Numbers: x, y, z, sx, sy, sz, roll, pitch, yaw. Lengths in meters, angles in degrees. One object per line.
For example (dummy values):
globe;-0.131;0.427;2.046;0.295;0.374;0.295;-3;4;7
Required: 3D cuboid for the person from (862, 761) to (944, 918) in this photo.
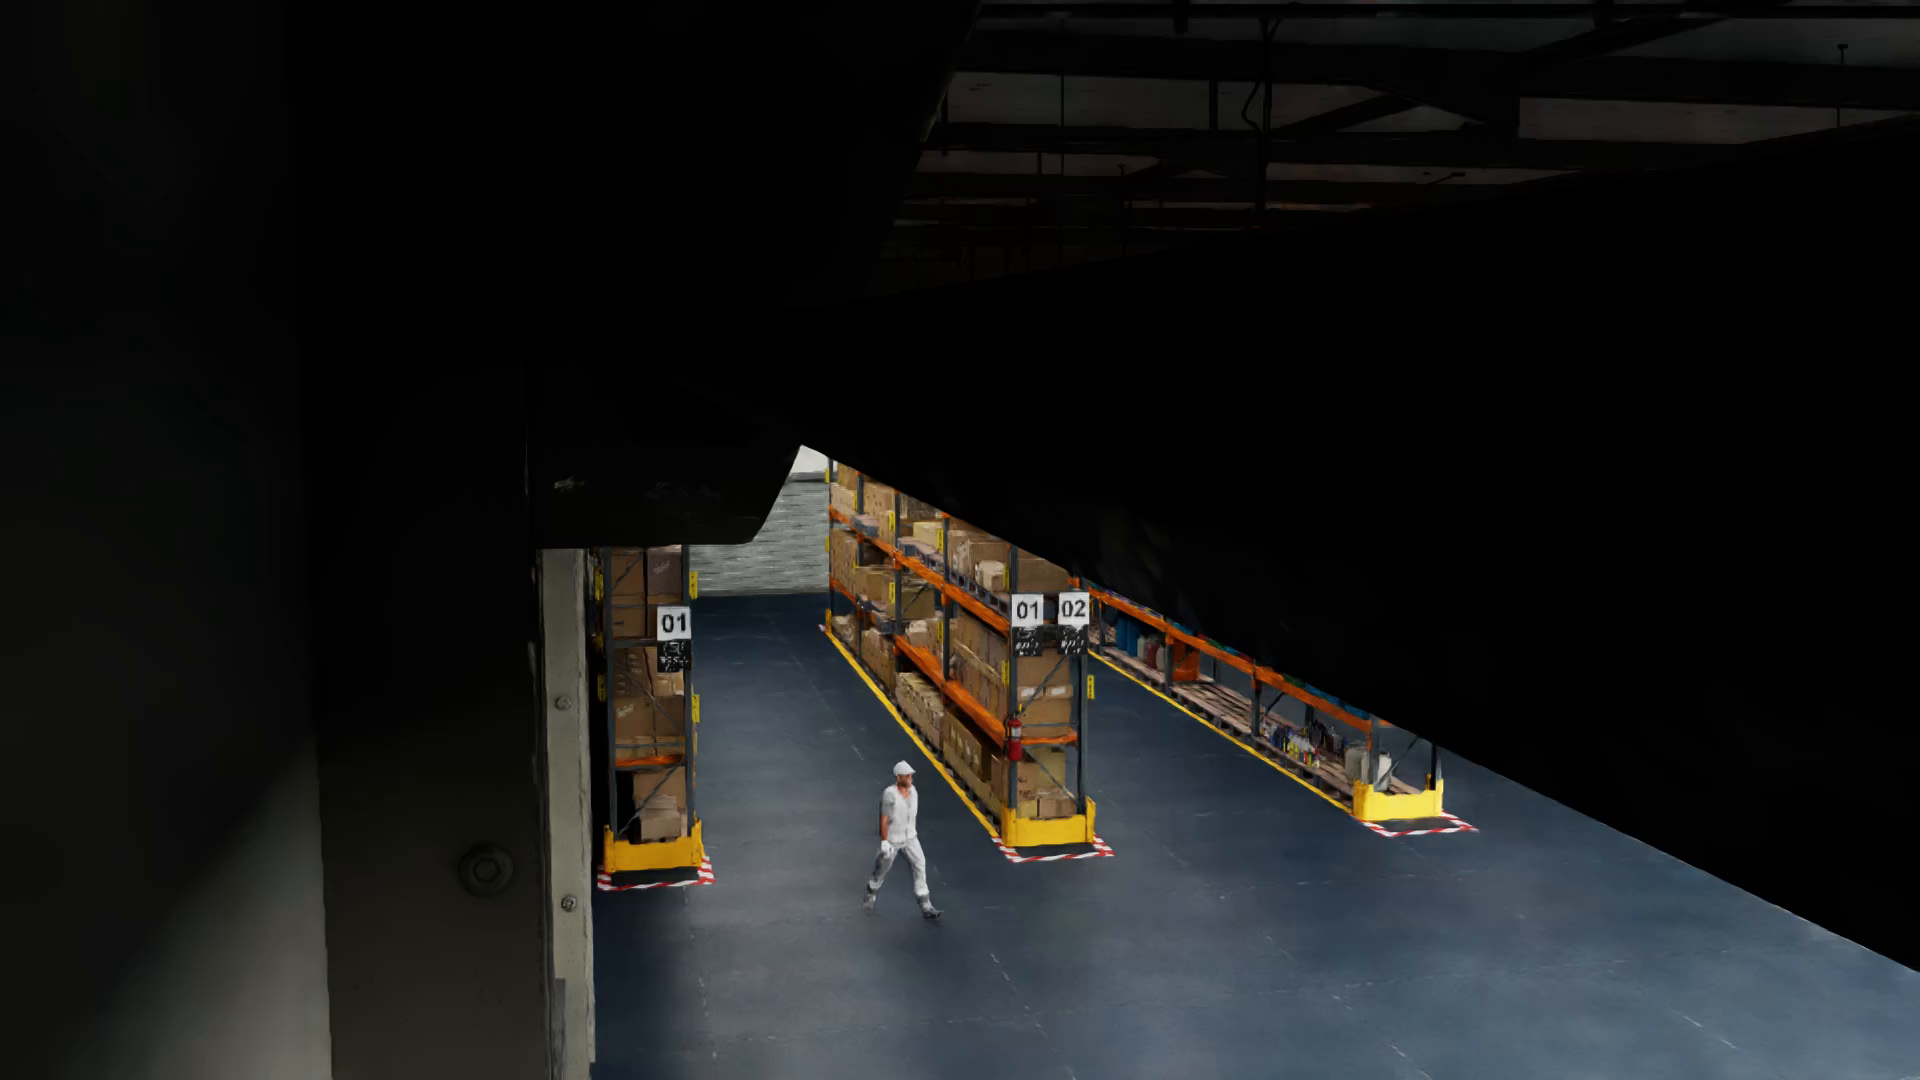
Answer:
person;-0.665;3.293;18.311;0.586;1.761;0.947;-5;9;-37
